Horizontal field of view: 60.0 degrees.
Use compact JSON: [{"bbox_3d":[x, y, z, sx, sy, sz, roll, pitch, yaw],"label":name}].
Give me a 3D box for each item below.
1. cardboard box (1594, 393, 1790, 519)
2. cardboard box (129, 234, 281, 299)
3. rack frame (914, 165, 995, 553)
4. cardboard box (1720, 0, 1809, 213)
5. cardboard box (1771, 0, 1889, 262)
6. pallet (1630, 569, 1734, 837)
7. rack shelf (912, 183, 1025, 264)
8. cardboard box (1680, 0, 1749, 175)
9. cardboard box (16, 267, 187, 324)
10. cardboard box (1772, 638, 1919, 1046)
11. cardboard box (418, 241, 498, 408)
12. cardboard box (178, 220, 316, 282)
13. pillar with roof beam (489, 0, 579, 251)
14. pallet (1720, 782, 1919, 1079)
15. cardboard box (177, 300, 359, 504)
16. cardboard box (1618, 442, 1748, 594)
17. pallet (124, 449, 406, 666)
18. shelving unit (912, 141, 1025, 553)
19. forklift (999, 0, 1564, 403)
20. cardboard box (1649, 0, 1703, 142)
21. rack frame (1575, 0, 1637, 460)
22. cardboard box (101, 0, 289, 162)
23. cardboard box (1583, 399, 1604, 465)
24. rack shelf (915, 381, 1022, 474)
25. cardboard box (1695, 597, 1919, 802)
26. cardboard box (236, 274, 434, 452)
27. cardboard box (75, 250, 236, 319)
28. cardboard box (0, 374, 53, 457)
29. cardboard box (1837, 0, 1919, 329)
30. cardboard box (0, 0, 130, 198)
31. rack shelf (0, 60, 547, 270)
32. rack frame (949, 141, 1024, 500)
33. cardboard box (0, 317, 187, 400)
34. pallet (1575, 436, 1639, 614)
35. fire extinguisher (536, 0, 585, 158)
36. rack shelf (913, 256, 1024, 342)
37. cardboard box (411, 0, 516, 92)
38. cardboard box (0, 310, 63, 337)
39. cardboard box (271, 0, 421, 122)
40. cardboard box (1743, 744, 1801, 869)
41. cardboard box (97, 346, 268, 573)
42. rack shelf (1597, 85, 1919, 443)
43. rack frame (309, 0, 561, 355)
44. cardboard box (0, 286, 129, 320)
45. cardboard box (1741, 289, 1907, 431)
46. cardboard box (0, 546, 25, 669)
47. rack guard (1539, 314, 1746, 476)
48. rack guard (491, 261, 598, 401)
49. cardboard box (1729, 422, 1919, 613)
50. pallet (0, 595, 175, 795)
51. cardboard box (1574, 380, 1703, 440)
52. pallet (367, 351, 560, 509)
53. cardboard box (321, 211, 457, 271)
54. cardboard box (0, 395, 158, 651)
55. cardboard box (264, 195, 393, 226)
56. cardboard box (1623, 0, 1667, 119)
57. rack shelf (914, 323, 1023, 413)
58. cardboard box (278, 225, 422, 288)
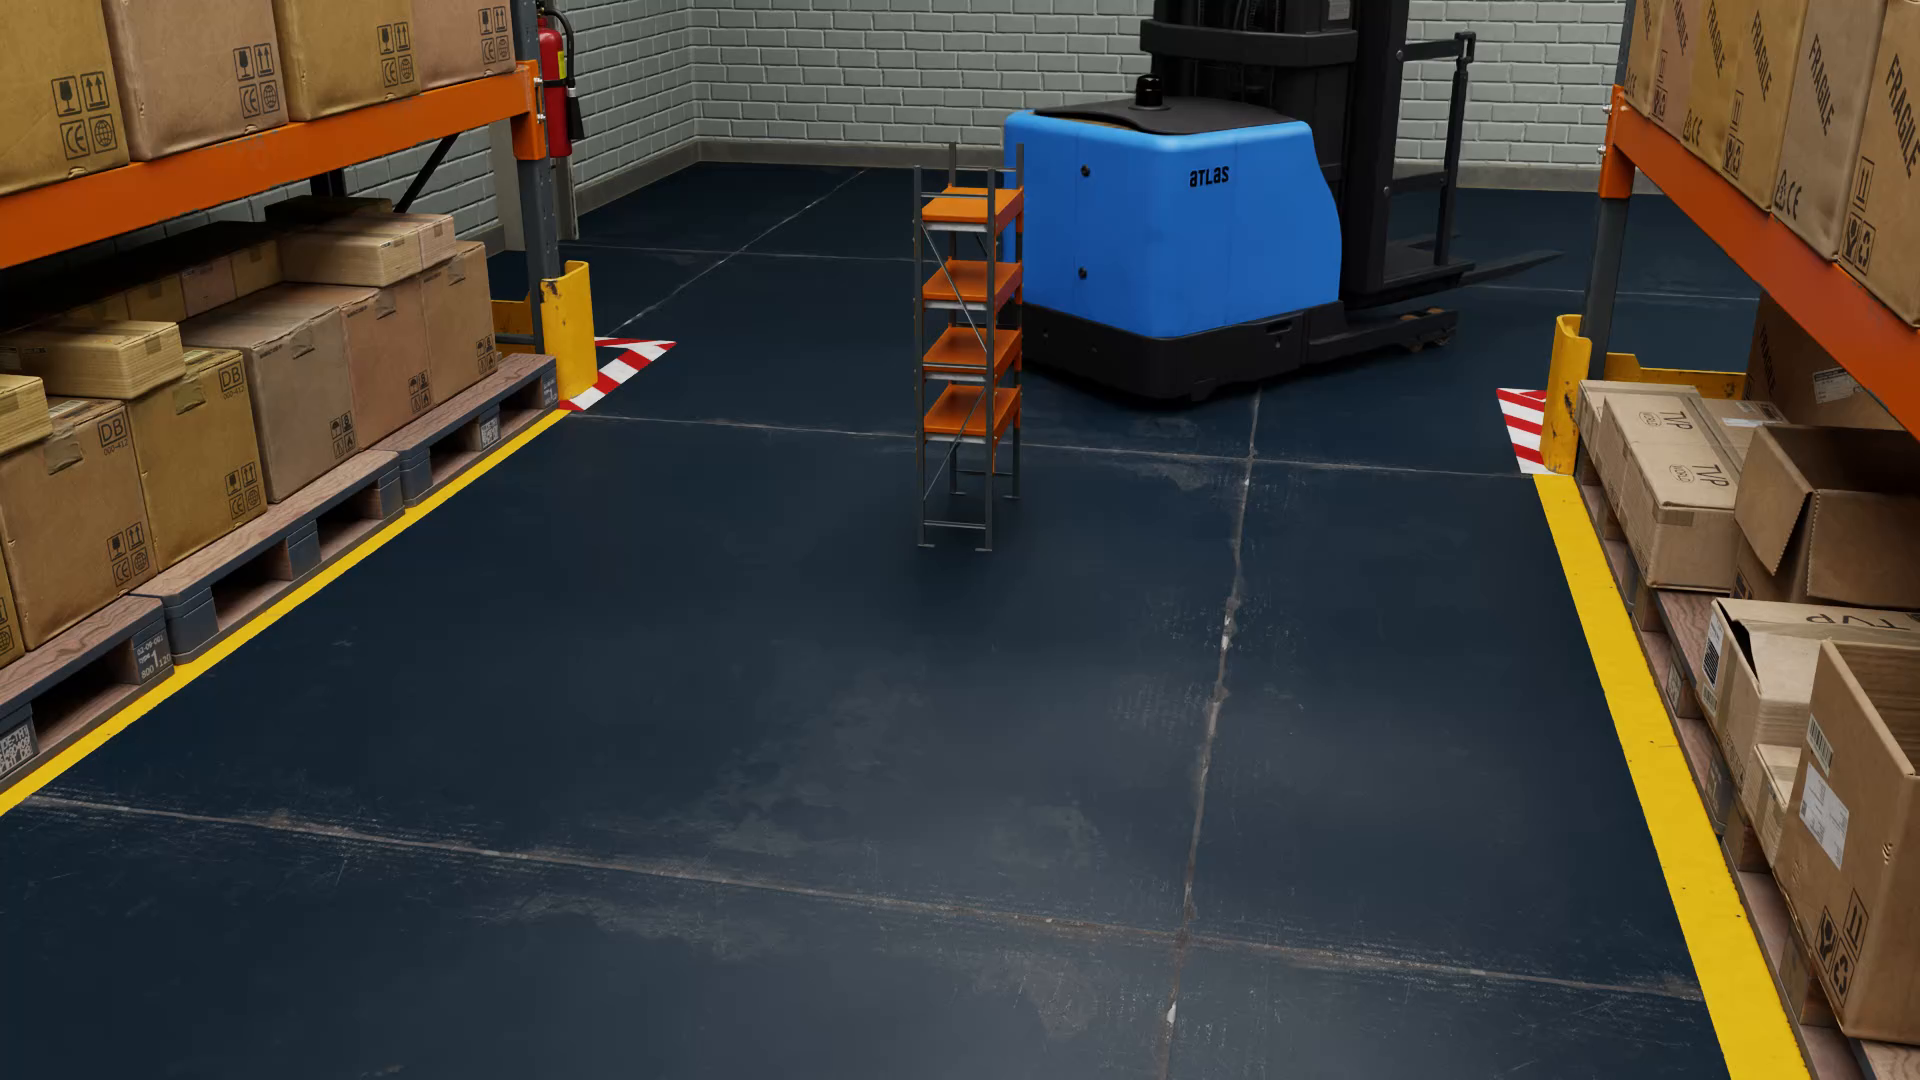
[{"bbox_3d":[2.233,-0.242,5.031,0.500,0.250,0.500,4,22,11],"label":"cardboard box"},{"bbox_3d":[-2.496,-0.906,5.504,0.380,0.149,0.250,5,22,11],"label":"cardboard box"},{"bbox_3d":[-0.016,-0.528,5.058,0.240,1.200,0.015,4,22,11],"label":"rack frame"},{"bbox_3d":[2.066,-1.022,3.743,0.500,0.500,0.500,5,22,12],"label":"cardboard box"},{"bbox_3d":[1.964,-0.836,3.280,0.500,0.500,0.500,5,22,12],"label":"cardboard box"},{"bbox_3d":[2.295,0.384,4.117,1.003,0.211,1.213,4,22,11],"label":"pallet"},{"bbox_3d":[0.034,-0.982,5.133,0.258,0.148,0.480,4,22,11],"label":"rack shelf"},{"bbox_3d":[2.169,-1.205,4.197,0.500,0.500,0.500,4,22,11],"label":"cardboard box"},{"bbox_3d":[-2.599,-0.719,5.040,0.380,0.149,0.250,5,22,11],"label":"cardboard box"},{"bbox_3d":[1.746,0.515,2.817,0.500,0.500,0.500,4,22,11],"label":"cardboard box"},{"bbox_3d":[-2.172,-0.821,6.162,0.700,0.500,0.500,4,22,11],"label":"cardboard box"},{"bbox_3d":[-2.444,-0.998,5.732,0.380,0.149,0.250,5,22,11],"label":"cardboard box"},{"bbox_3d":[1.792,-5.558,7.108,9.100,9.000,0.400,4,22,11],"label":"pillar with roof beam"},{"bbox_3d":[2.048,0.832,3.006,1.003,0.211,1.213,4,22,11],"label":"pallet"},{"bbox_3d":[-2.376,-0.454,5.250,0.700,0.500,0.500,4,22,9],"label":"cardboard box"},{"bbox_3d":[2.131,-0.059,4.577,0.500,0.250,0.500,4,22,11],"label":"cardboard box"},{"bbox_3d":[-2.464,-0.013,5.103,1.003,0.211,1.213,4,22,11],"label":"pallet"},{"bbox_3d":[0.034,-0.617,5.280,0.258,1.200,0.503,4,22,11],"label":"shelving unit"},{"bbox_3d":[1.636,-2.338,7.236,3.031,2.935,1.130,-17,27,-35],"label":"forklift"},{"bbox_3d":[2.275,-1.389,4.652,0.500,0.500,0.500,4,22,10],"label":"cardboard box"},{"bbox_3d":[2.723,-1.673,5.493,1.000,3.000,0.127,4,22,11],"label":"rack frame"},{"bbox_3d":[-2.523,-1.456,4.553,0.980,0.700,0.700,3,22,8],"label":"cardboard box"},{"bbox_3d":[2.251,-0.345,5.398,0.380,0.166,0.250,4,22,11],"label":"cardboard box"},{"bbox_3d":[0.034,-0.371,5.379,0.258,0.148,0.480,4,22,11],"label":"rack shelf"},{"bbox_3d":[1.899,0.328,3.533,0.500,0.311,0.500,4,22,11],"label":"cardboard box"},{"bbox_3d":[-2.274,-0.638,5.707,0.700,0.500,0.500,4,22,11],"label":"cardboard box"},{"bbox_3d":[-2.547,-0.813,5.273,0.380,0.149,0.250,5,22,12],"label":"cardboard box"},{"bbox_3d":[-2.441,-0.300,3.999,0.380,0.149,0.250,5,23,13],"label":"cardboard box"},{"bbox_3d":[1.862,-0.648,2.813,0.500,0.500,0.500,5,22,12],"label":"cardboard box"},{"bbox_3d":[-2.662,-1.190,3.891,0.980,0.700,0.700,4,22,10],"label":"cardboard box"},{"bbox_3d":[-2.535,-0.985,4.746,1.077,0.370,4.000,4,22,11],"label":"rack shelf"},{"bbox_3d":[0.084,-0.706,5.501,0.240,1.200,0.015,4,22,11],"label":"rack frame"},{"bbox_3d":[-2.335,-0.491,4.473,0.380,0.149,0.250,4,22,9],"label":"cardboard box"},{"bbox_3d":[2.546,-0.060,5.221,1.003,0.211,1.213,4,22,11],"label":"pallet"},{"bbox_3d":[-1.644,-1.861,6.561,0.296,0.674,0.183,4,22,11],"label":"fire extinguisher"},{"bbox_3d":[0.034,-0.762,5.221,0.258,0.148,0.480,4,22,11],"label":"rack shelf"},{"bbox_3d":[-2.221,-2.002,5.907,0.980,0.700,0.700,5,23,13],"label":"cardboard box"},{"bbox_3d":[-2.703,-0.532,4.576,0.380,0.149,0.250,5,22,11],"label":"cardboard box"},{"bbox_3d":[-2.359,-1.735,5.244,0.980,0.700,0.700,4,22,10],"label":"cardboard box"},{"bbox_3d":[1.764,0.536,3.235,0.380,0.149,0.250,4,22,11],"label":"cardboard box"},{"bbox_3d":[-2.477,-0.259,4.765,0.700,0.500,0.500,5,22,12],"label":"cardboard box"},{"bbox_3d":[2.315,-0.608,3.812,1.077,0.370,4.000,4,22,11],"label":"rack shelf"},{"bbox_3d":[-2.127,-2.050,6.428,1.000,3.000,0.127,4,22,11],"label":"rack frame"},{"bbox_3d":[-2.651,-0.627,4.810,0.380,0.149,0.250,4,22,10],"label":"cardboard box"},{"bbox_3d":[2.854,-0.500,5.338,0.500,0.500,0.500,4,22,11],"label":"cardboard box"},{"bbox_3d":[-2.690,0.112,3.844,0.700,0.500,0.500,5,22,12],"label":"cardboard box"},{"bbox_3d":[2.708,-0.486,5.891,1.175,0.500,0.348,4,22,11],"label":"rack guard"},{"bbox_3d":[-2.122,-0.899,6.916,1.175,0.500,0.348,4,22,11],"label":"rack guard"},{"bbox_3d":[2.286,0.056,3.952,0.797,0.503,0.637,4,22,11],"label":"cardboard box"},{"bbox_3d":[-2.711,0.435,3.992,1.003,0.211,1.213,4,22,11],"label":"pallet"},{"bbox_3d":[2.302,-0.428,5.629,0.380,0.149,0.250,4,22,11],"label":"cardboard box"},{"bbox_3d":[-2.213,-0.458,6.208,1.003,0.211,1.213,4,22,11],"label":"pallet"},{"bbox_3d":[-2.019,-1.061,5.889,0.380,0.149,0.250,4,22,10],"label":"cardboard box"},{"bbox_3d":[-2.584,-0.071,4.299,0.700,0.500,0.500,4,22,10],"label":"cardboard box"},{"bbox_3d":[-2.342,-1.183,6.192,0.380,0.149,0.250,5,22,11],"label":"cardboard box"},{"bbox_3d":[2.375,-1.578,5.122,0.500,0.500,0.500,5,22,12],"label":"cardboard box"},{"bbox_3d":[0.034,-0.555,5.305,0.258,0.148,0.480,4,22,11],"label":"rack shelf"},{"bbox_3d":[-2.071,-0.968,5.657,0.380,0.149,0.250,5,22,12],"label":"cardboard box"}]
